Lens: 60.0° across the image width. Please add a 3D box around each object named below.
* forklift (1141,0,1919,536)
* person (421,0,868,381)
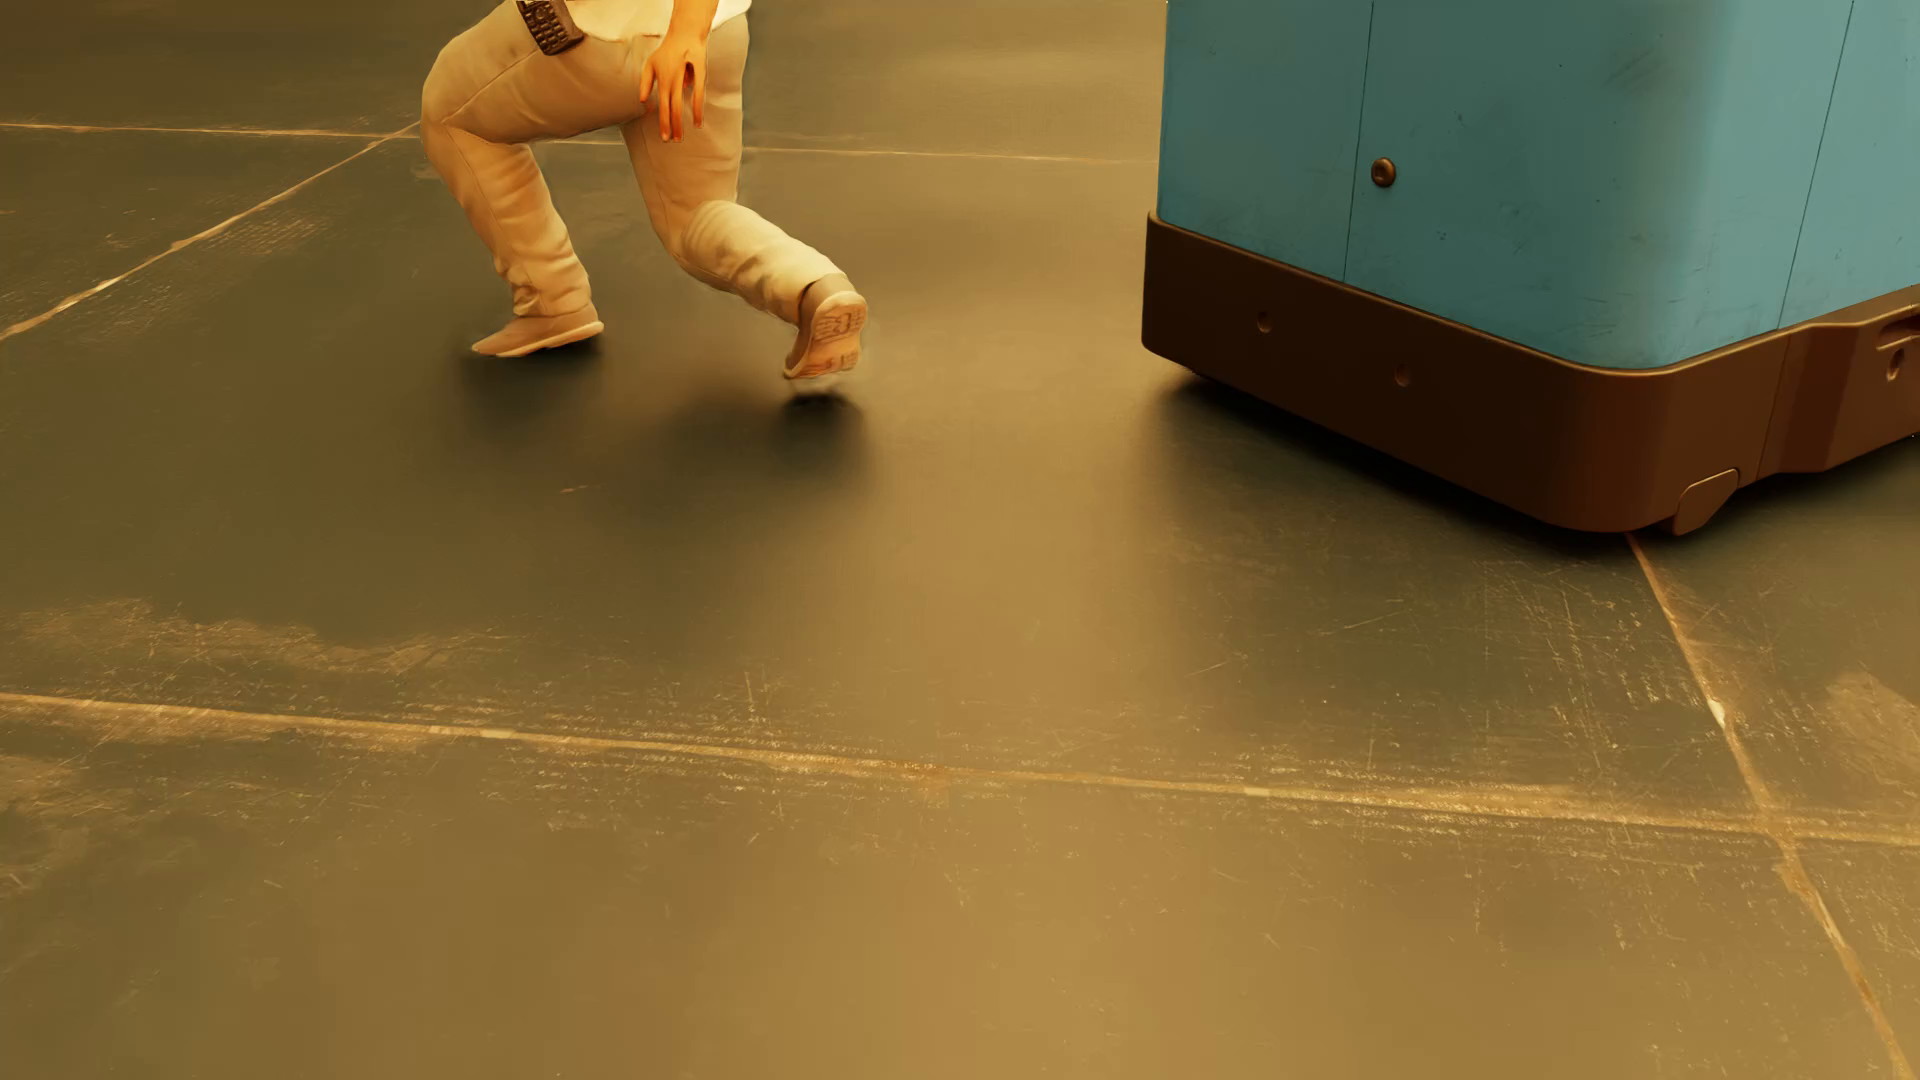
[{"bbox_3d":[1.837,-1.815,2.855,3.031,2.935,1.130,-17,31,-31],"label":"forklift"},{"bbox_3d":[-0.592,-0.874,2.760,0.928,1.440,0.699,9,28,18],"label":"person"}]
